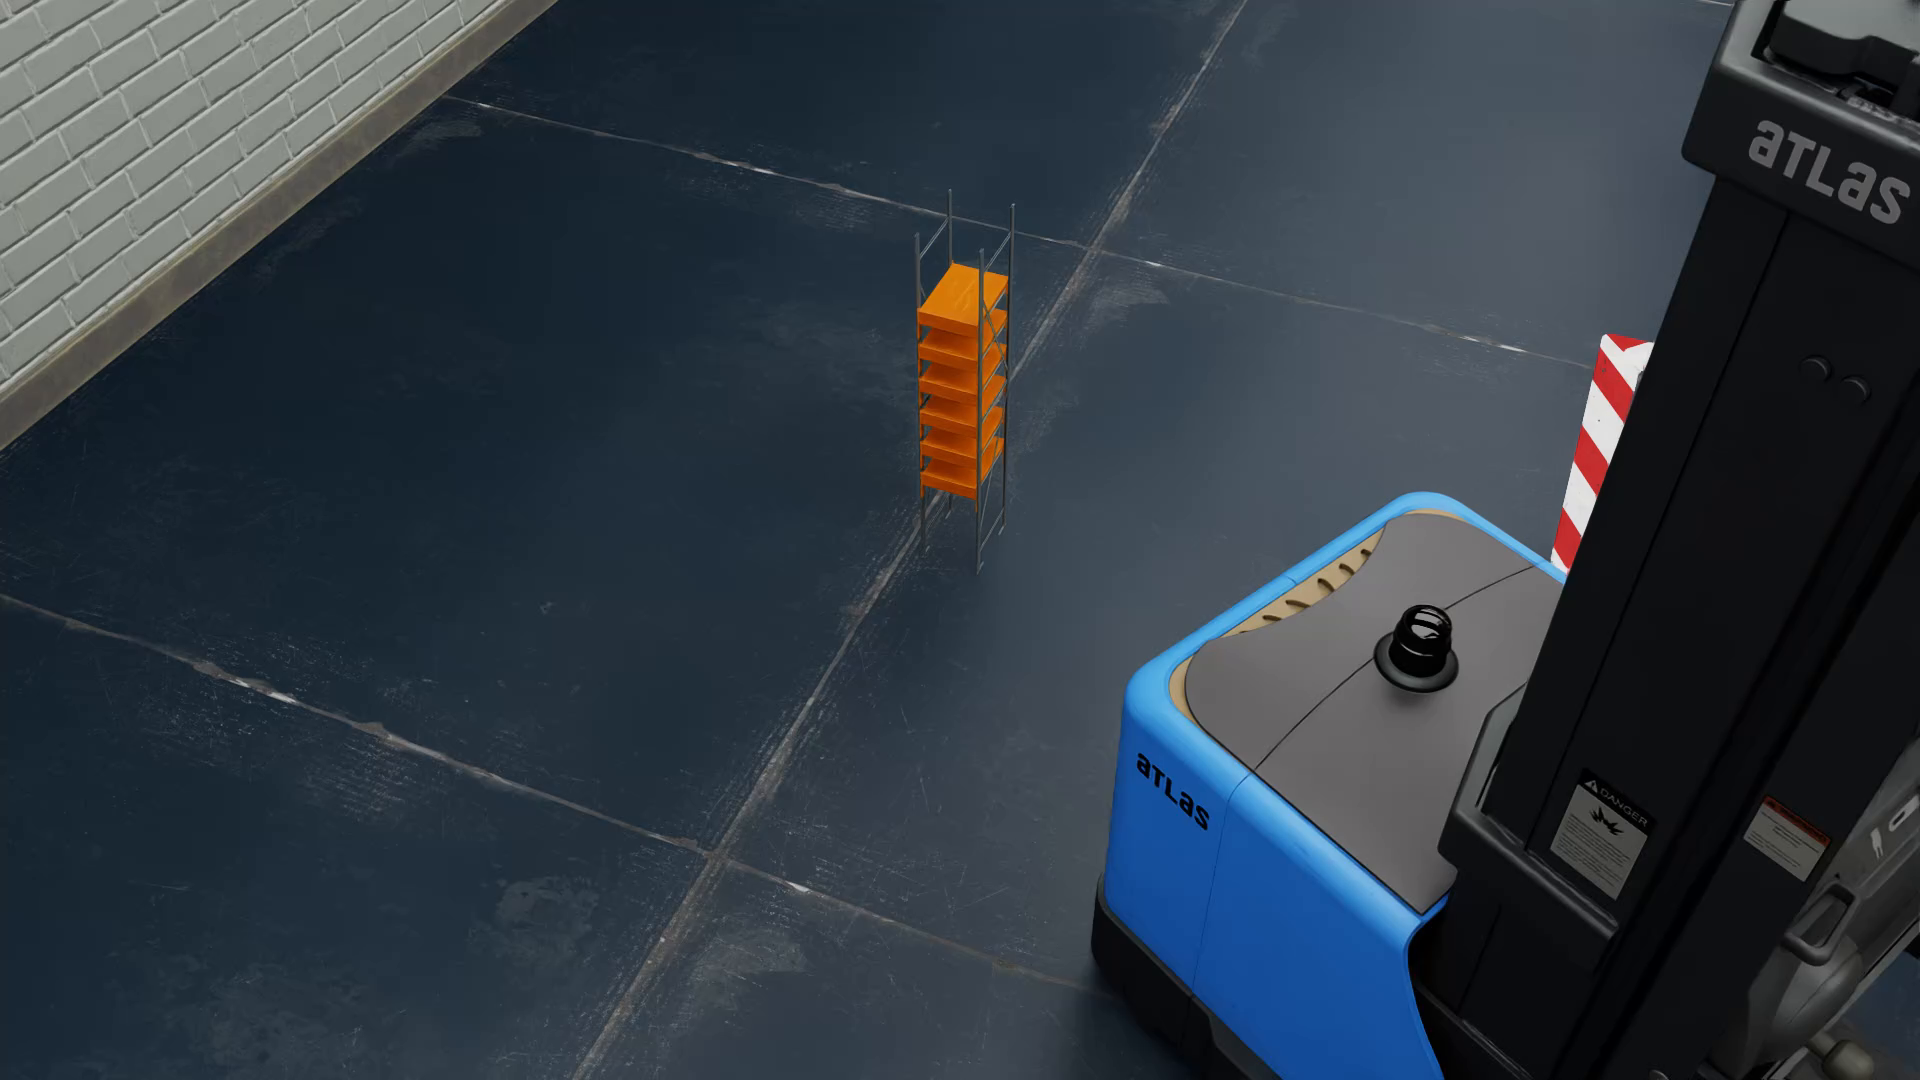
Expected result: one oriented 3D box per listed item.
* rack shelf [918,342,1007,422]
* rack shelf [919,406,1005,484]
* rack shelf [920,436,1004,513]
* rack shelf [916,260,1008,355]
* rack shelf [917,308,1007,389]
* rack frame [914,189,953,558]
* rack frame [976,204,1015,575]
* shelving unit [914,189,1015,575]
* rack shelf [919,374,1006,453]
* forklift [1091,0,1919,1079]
[{"bbox_3d":[0.013,-0.475,4.770,0.180,0.103,0.258,16,47,16],"label":"rack shelf"},{"bbox_3d":[0.013,-0.305,4.939,0.180,0.103,0.258,16,47,16],"label":"rack shelf"},{"bbox_3d":[0.013,-0.220,5.023,0.180,0.103,0.258,16,47,16],"label":"rack shelf"},{"bbox_3d":[0.013,-0.645,4.600,0.180,0.103,0.258,16,47,16],"label":"rack shelf"},{"bbox_3d":[0.013,-0.560,4.685,0.180,0.103,0.258,16,47,16],"label":"rack shelf"},{"bbox_3d":[-0.071,-0.446,4.848,0.006,1.200,0.240,16,47,16],"label":"rack frame"},{"bbox_3d":[0.098,-0.397,4.798,0.006,1.200,0.240,16,47,16],"label":"rack frame"},{"bbox_3d":[0.013,-0.421,4.823,0.189,1.200,0.258,16,47,16],"label":"shelving unit"},{"bbox_3d":[0.013,-0.390,4.854,0.180,0.103,0.258,16,47,16],"label":"rack shelf"},{"bbox_3d":[1.646,0.605,2.564,1.130,2.935,3.031,-30,52,-27],"label":"forklift"}]
